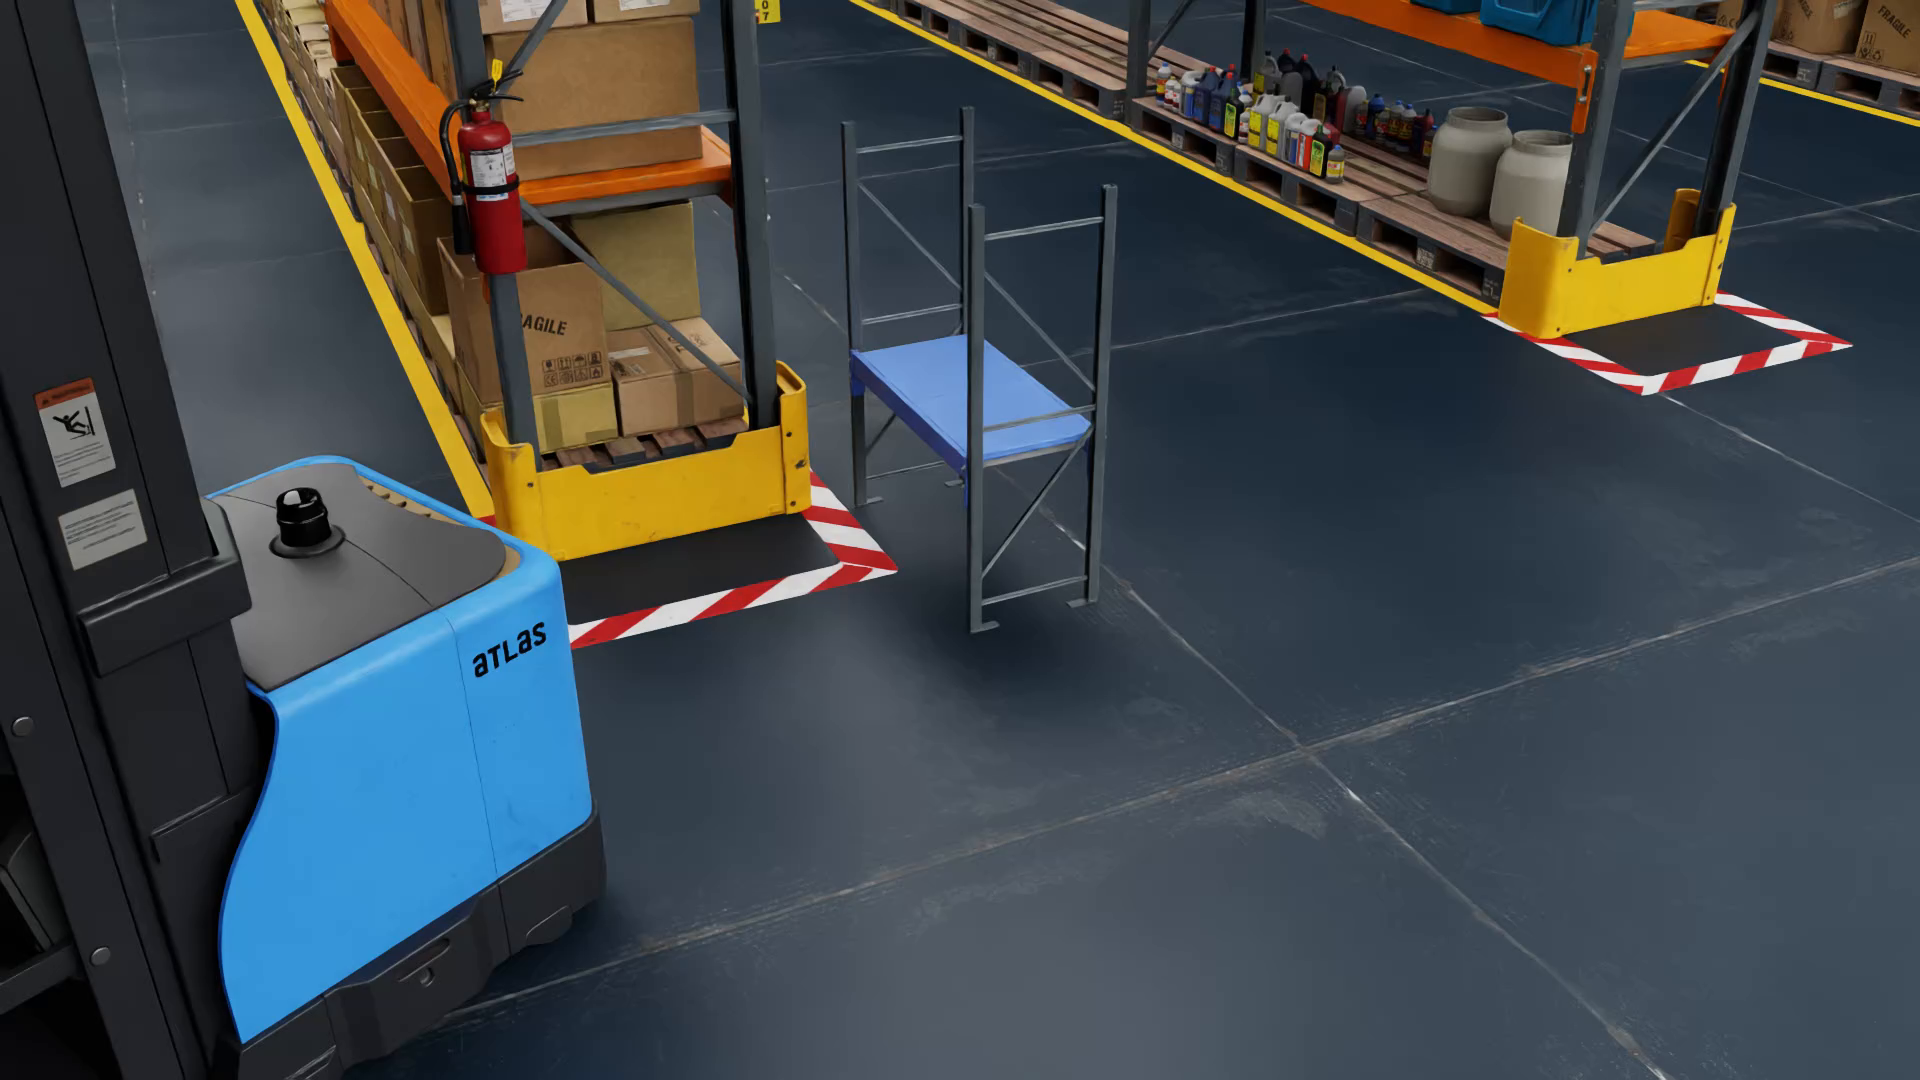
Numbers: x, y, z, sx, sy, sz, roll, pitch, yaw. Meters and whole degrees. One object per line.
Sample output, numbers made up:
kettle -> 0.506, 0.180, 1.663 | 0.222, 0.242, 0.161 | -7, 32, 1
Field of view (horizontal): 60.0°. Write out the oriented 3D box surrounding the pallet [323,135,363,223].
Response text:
pallet -> -3.239, -2.265, 10.073 | 1.003, 0.211, 1.213 | -13, 32, -22

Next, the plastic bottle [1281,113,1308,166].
plastic bottle -> 1.978, -2.337, 9.685 | 0.152, 0.276, 0.135 | -14, 32, -23

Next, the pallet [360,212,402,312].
pallet -> -2.584, -1.587, 8.865 | 1.003, 0.211, 1.213 | -13, 32, -22

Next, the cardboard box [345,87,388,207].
cardboard box -> -2.749, -1.985, 8.338 | 0.500, 0.500, 0.500 | -13, 32, -22

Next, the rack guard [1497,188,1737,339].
rack guard -> 3.230, -1.369, 8.179 | 1.175, 0.500, 0.348 | -13, 32, -22

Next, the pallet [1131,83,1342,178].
pallet -> 1.839, -2.680, 10.814 | 1.003, 0.211, 1.213 | -13, 32, -22

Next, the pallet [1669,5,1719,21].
pallet -> 5.726, -4.369, 13.826 | 1.003, 0.211, 1.213 | -13, 32, -22

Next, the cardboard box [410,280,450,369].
cardboard box -> -2.109, -0.994, 7.338 | 0.500, 0.250, 0.500 | -13, 32, -22

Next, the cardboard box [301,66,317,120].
cardboard box -> -3.980, -2.945, 10.816 | 0.500, 0.250, 0.500 | -12, 32, -21

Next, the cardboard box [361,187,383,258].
cardboard box -> -2.752, -1.657, 8.520 | 0.500, 0.250, 0.500 | -13, 32, -22

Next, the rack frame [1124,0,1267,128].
rack frame -> 1.588, -4.202, 10.677 | 1.000, 3.000, 0.127 | -13, 32, -22

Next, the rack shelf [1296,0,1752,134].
rack shelf -> 2.447, -3.005, 9.277 | 1.077, 0.370, 4.000 | -13, 32, -22

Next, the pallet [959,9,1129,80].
pallet -> 0.688, -3.864, 12.925 | 1.003, 0.211, 1.213 | -13, 32, -22

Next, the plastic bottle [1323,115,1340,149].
plastic bottle -> 2.133, -2.301, 9.614 | 0.061, 0.283, 0.133 | -13, 32, -22

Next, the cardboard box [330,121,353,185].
cardboard box -> -3.327, -2.270, 9.613 | 0.500, 0.250, 0.500 | -13, 32, -22

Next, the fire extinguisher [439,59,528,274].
fire extinguisher -> -1.539, -1.213, 5.426 | 0.296, 0.674, 0.183 | -13, 32, -22

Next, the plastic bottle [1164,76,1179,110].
plastic bottle -> 1.373, -2.896, 10.758 | 0.097, 0.201, 0.097 | 0, 29, 0

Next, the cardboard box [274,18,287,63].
cardboard box -> -4.645, -3.621, 12.023 | 0.500, 0.250, 0.500 | -13, 32, -22

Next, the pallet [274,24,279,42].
pallet -> -4.891, -4.052, 13.260 | 1.003, 0.211, 1.213 | -13, 32, -22

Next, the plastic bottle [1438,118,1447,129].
plastic bottle -> 2.808, -2.303, 9.630 | 0.097, 0.271, 0.097 | 0, 29, 0

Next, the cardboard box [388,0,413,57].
cardboard box -> -2.247, -2.559, 7.644 | 0.700, 0.500, 0.500 | -13, 32, -21

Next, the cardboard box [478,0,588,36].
cardboard box -> -1.506, -1.852, 5.721 | 0.380, 0.149, 0.250 | -14, 32, -23

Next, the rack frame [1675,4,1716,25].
rack frame -> 6.061, -5.242, 12.531 | 1.000, 3.000, 0.127 | -13, 32, -22

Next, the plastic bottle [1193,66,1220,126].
plastic bottle -> 1.560, -2.795, 10.426 | 0.144, 0.351, 0.185 | -12, 32, -21

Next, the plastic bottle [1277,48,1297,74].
plastic bottle -> 2.125, -3.015, 10.818 | 0.144, 0.351, 0.185 | -14, 32, -23

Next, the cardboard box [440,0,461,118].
cardboard box -> -1.589, -1.880, 6.434 | 0.700, 0.500, 0.500 | -12, 32, -21

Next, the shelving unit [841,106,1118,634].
shelving unit -> 0.037, -0.616, 5.816 | 0.538, 1.500, 1.048 | -13, 32, -22

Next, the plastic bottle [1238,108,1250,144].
plastic bottle -> 1.741, -2.516, 10.082 | 0.097, 0.201, 0.097 | 0, 29, 0

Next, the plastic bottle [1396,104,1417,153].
plastic bottle -> 2.661, -2.455, 9.900 | 0.097, 0.271, 0.097 | 0, 29, 0

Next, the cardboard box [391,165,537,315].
cardboard box -> -2.111, -1.321, 7.154 | 0.500, 0.500, 0.500 | -13, 32, -22

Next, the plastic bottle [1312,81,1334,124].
plastic bottle -> 2.264, -2.725, 10.370 | 0.061, 0.283, 0.133 | -13, 32, -22

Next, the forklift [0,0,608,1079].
forklift -> -2.254, 0.118, 3.043 | 1.130, 2.935, 3.031 | 21, 36, 33

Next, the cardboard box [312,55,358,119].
cardboard box -> -3.549, -2.739, 9.877 | 0.500, 0.311, 0.500 | -12, 32, -21

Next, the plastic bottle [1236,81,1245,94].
plastic bottle -> 1.731, -2.722, 10.376 | 0.097, 0.271, 0.097 | 0, 29, 0

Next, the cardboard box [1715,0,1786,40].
cardboard box -> 6.197, -4.150, 12.710 | 0.500, 0.500, 0.500 | -14, 32, -23

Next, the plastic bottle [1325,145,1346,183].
plastic bottle -> 2.121, -2.126, 9.385 | 0.097, 0.201, 0.097 | 0, 29, 0

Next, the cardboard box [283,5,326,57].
cardboard box -> -4.195, -3.410, 11.073 | 0.500, 0.311, 0.500 | -14, 32, -23

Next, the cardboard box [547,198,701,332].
cardboard box -> -1.416, -1.212, 6.959 | 0.500, 0.500, 0.500 | -13, 32, -22

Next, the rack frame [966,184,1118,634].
rack frame -> 0.255, -0.392, 5.416 | 0.500, 1.500, 0.032 | -13, 32, -22

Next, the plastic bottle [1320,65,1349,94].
plastic bottle -> 2.346, -2.787, 10.412 | 0.144, 0.351, 0.185 | -13, 32, -22

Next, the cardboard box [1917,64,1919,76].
cardboard box -> 6.986, -3.385, 11.346 | 0.500, 0.500, 0.500 | -10, 31, -17

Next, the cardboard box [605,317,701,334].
cardboard box -> -1.417, -0.884, 7.142 | 0.500, 0.250, 0.500 | -13, 32, -22

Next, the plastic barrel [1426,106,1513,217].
plastic barrel -> 2.739, -2.029, 8.916 | 0.421, 0.512, 0.421 | 0, 29, 0

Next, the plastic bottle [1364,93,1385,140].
plastic bottle -> 2.531, -2.588, 10.139 | 0.097, 0.271, 0.097 | 0, 29, 0
